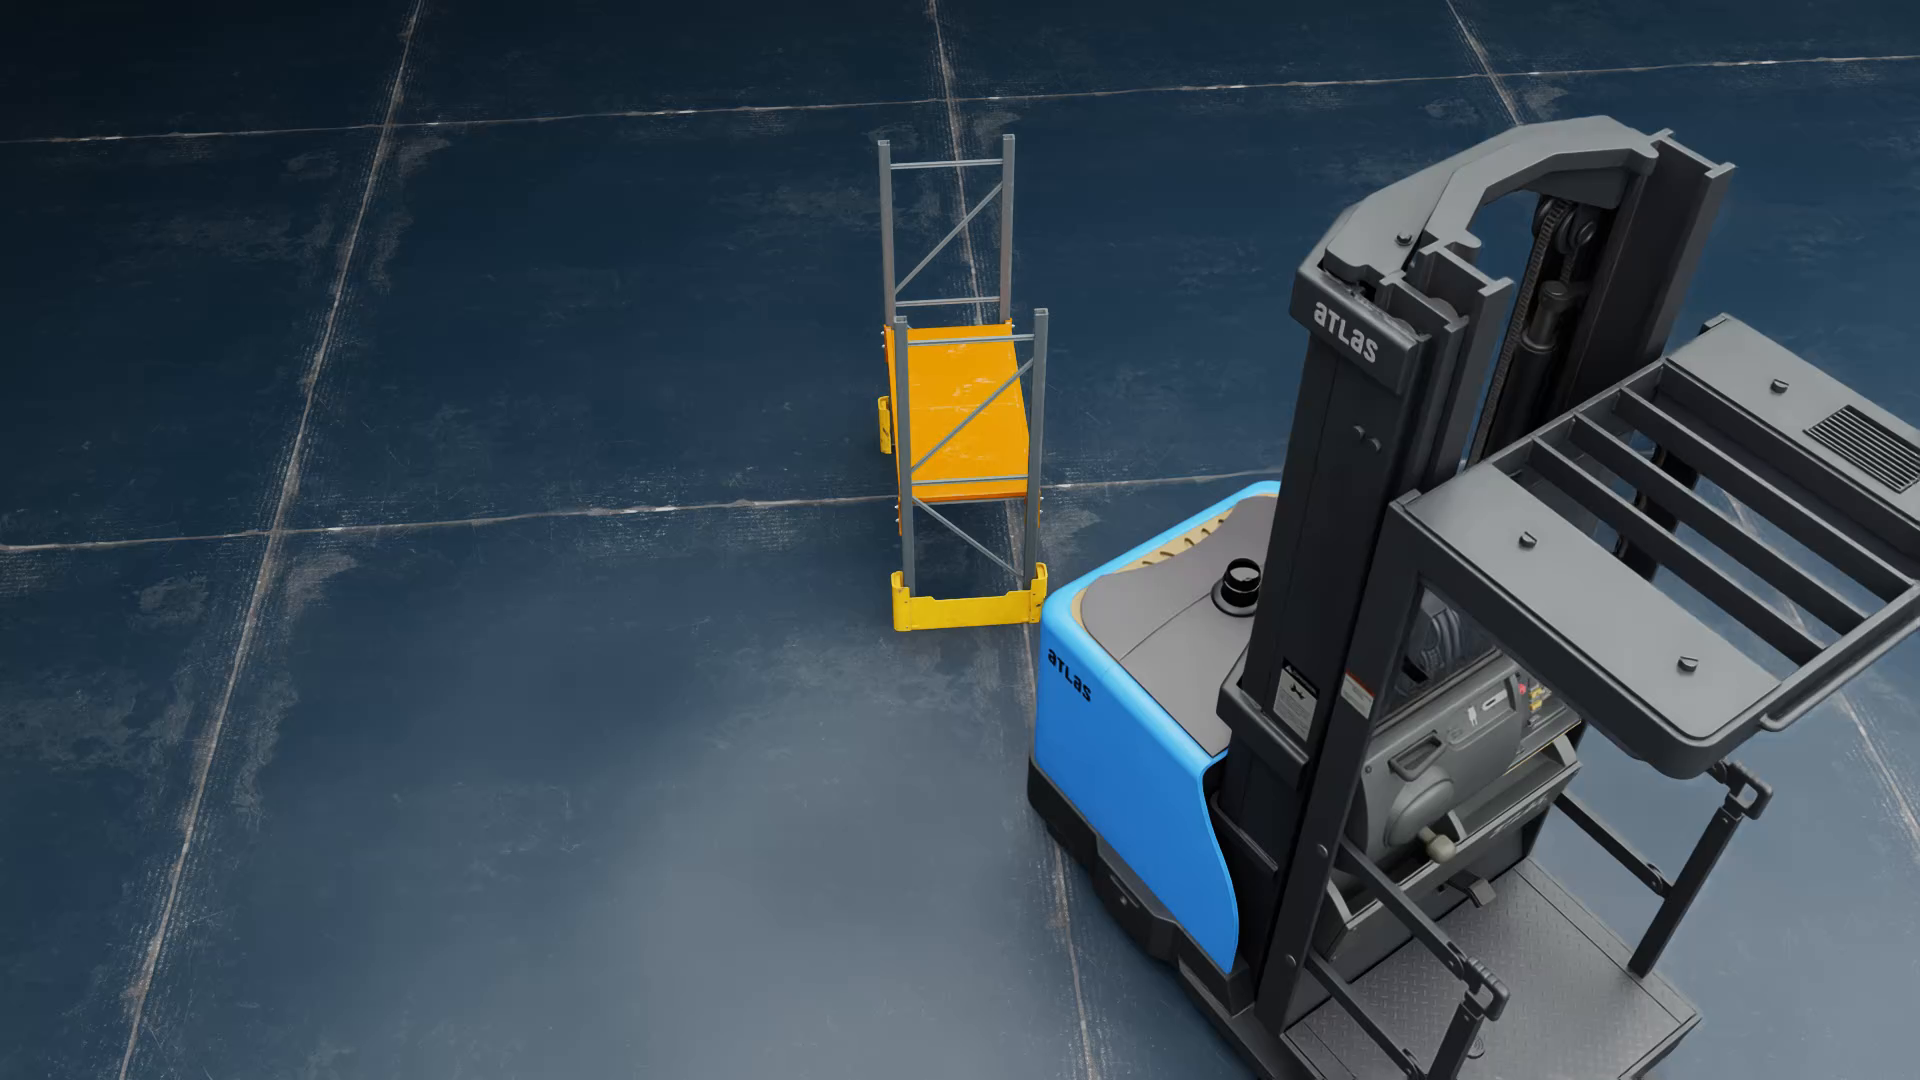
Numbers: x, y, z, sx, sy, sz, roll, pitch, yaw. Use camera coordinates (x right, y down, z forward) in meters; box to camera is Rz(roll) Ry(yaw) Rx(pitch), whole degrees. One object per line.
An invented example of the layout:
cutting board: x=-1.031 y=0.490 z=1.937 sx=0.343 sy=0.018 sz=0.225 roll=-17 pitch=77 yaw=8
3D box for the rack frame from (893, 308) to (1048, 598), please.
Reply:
rack frame: x=0.035 y=-0.210 z=5.916 sx=0.500 sy=1.500 sz=0.032 roll=-3 pitch=47 yaw=-3

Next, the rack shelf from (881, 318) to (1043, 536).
rack shelf: x=-0.007 y=-0.454 z=6.395 sx=0.538 sy=0.185 sz=1.000 roll=-3 pitch=47 yaw=-3

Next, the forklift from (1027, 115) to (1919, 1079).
forklift: x=1.493 y=0.586 z=4.176 sx=1.130 sy=2.935 sz=3.031 roll=-27 pitch=52 yaw=-23

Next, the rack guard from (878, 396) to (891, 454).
rack guard: x=-0.048 y=-0.501 z=7.053 sx=0.587 sy=0.250 sz=0.087 roll=-3 pitch=47 yaw=-3

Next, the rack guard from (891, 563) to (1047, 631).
rack guard: x=0.035 y=0.219 z=6.370 sx=0.587 sy=0.250 sz=0.087 roll=-3 pitch=47 yaw=-3

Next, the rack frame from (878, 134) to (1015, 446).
rack frame: x=-0.050 y=-0.945 z=6.612 sx=0.500 sy=1.500 sz=0.032 roll=-3 pitch=47 yaw=-3

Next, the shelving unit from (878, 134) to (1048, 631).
shelving unit: x=-0.006 y=-0.571 z=6.258 sx=0.587 sy=1.500 sz=1.083 roll=-3 pitch=47 yaw=-3
